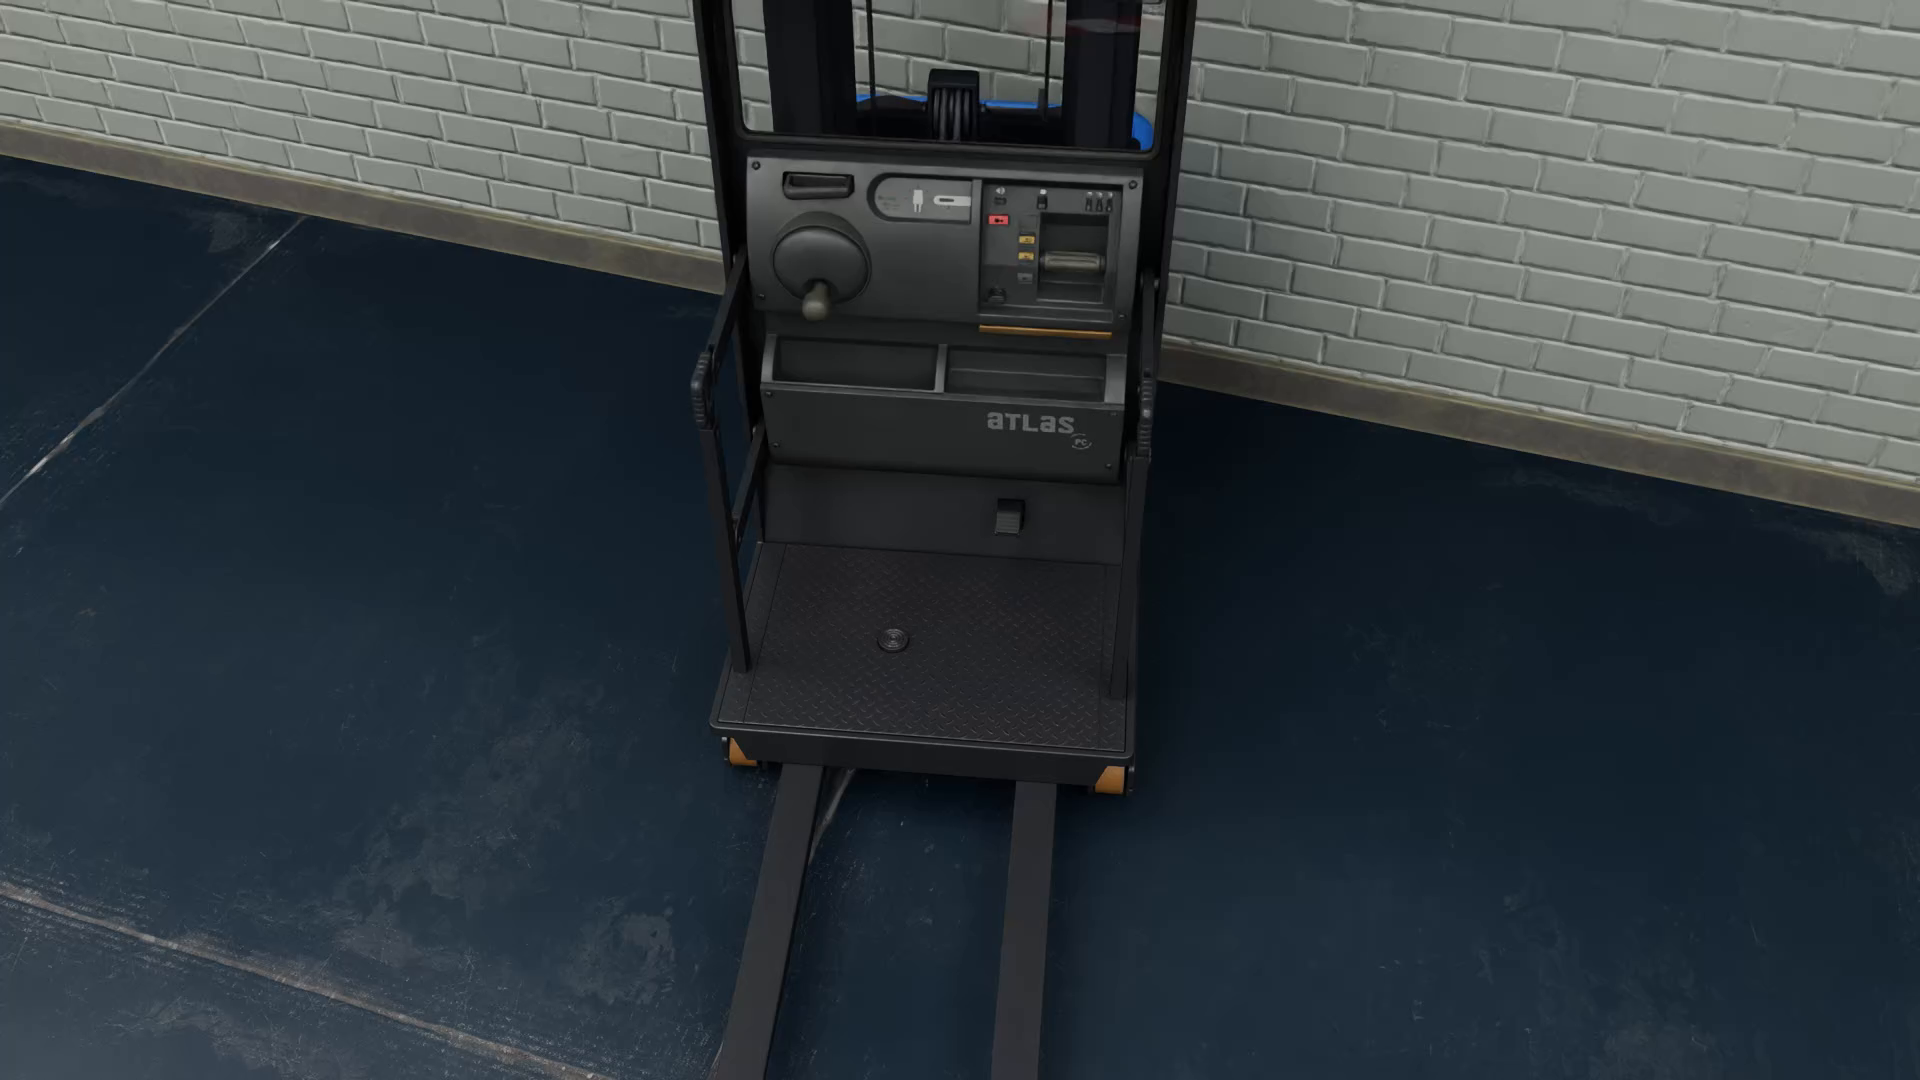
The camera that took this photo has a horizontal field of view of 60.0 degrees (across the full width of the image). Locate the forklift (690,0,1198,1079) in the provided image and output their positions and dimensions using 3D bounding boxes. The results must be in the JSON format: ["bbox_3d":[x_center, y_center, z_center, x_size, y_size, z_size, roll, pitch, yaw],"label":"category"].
[{"bbox_3d":[-0.060,-0.610,3.778,1.130,2.935,3.031,4,45,4],"label":"forklift"}]

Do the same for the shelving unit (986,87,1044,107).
[{"bbox_3d":[0.167,-0.996,5.508,0.258,1.200,0.189,12,43,13],"label":"shelving unit"}]

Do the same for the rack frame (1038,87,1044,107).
[{"bbox_3d":[0.139,-0.938,5.443,0.240,1.200,0.006,12,43,13],"label":"rack frame"}]
